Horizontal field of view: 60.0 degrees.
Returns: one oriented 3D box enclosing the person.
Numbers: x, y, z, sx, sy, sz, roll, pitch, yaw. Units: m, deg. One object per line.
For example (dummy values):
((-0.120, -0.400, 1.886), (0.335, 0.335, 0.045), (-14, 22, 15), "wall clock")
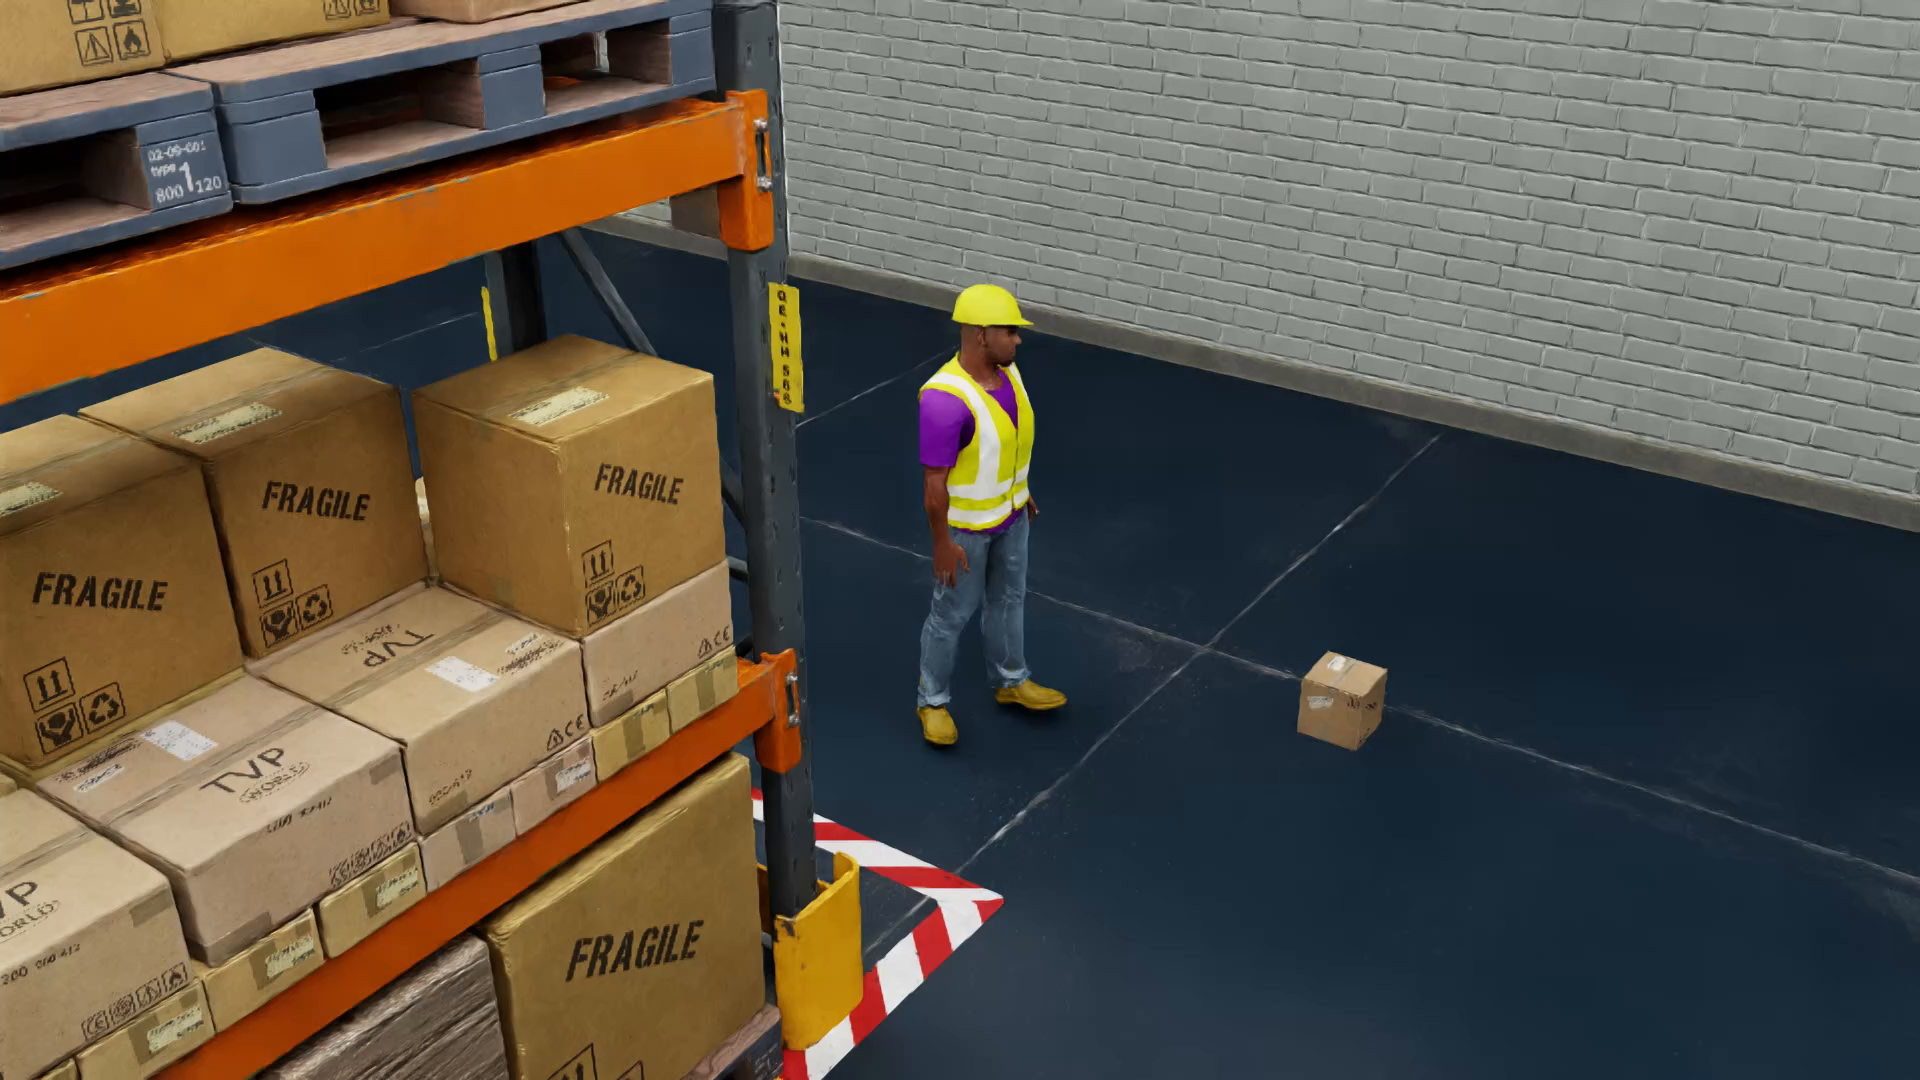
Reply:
((0.119, -0.095, 6.222), (0.503, 1.768, 0.655), (17, 31, 30), "person")
